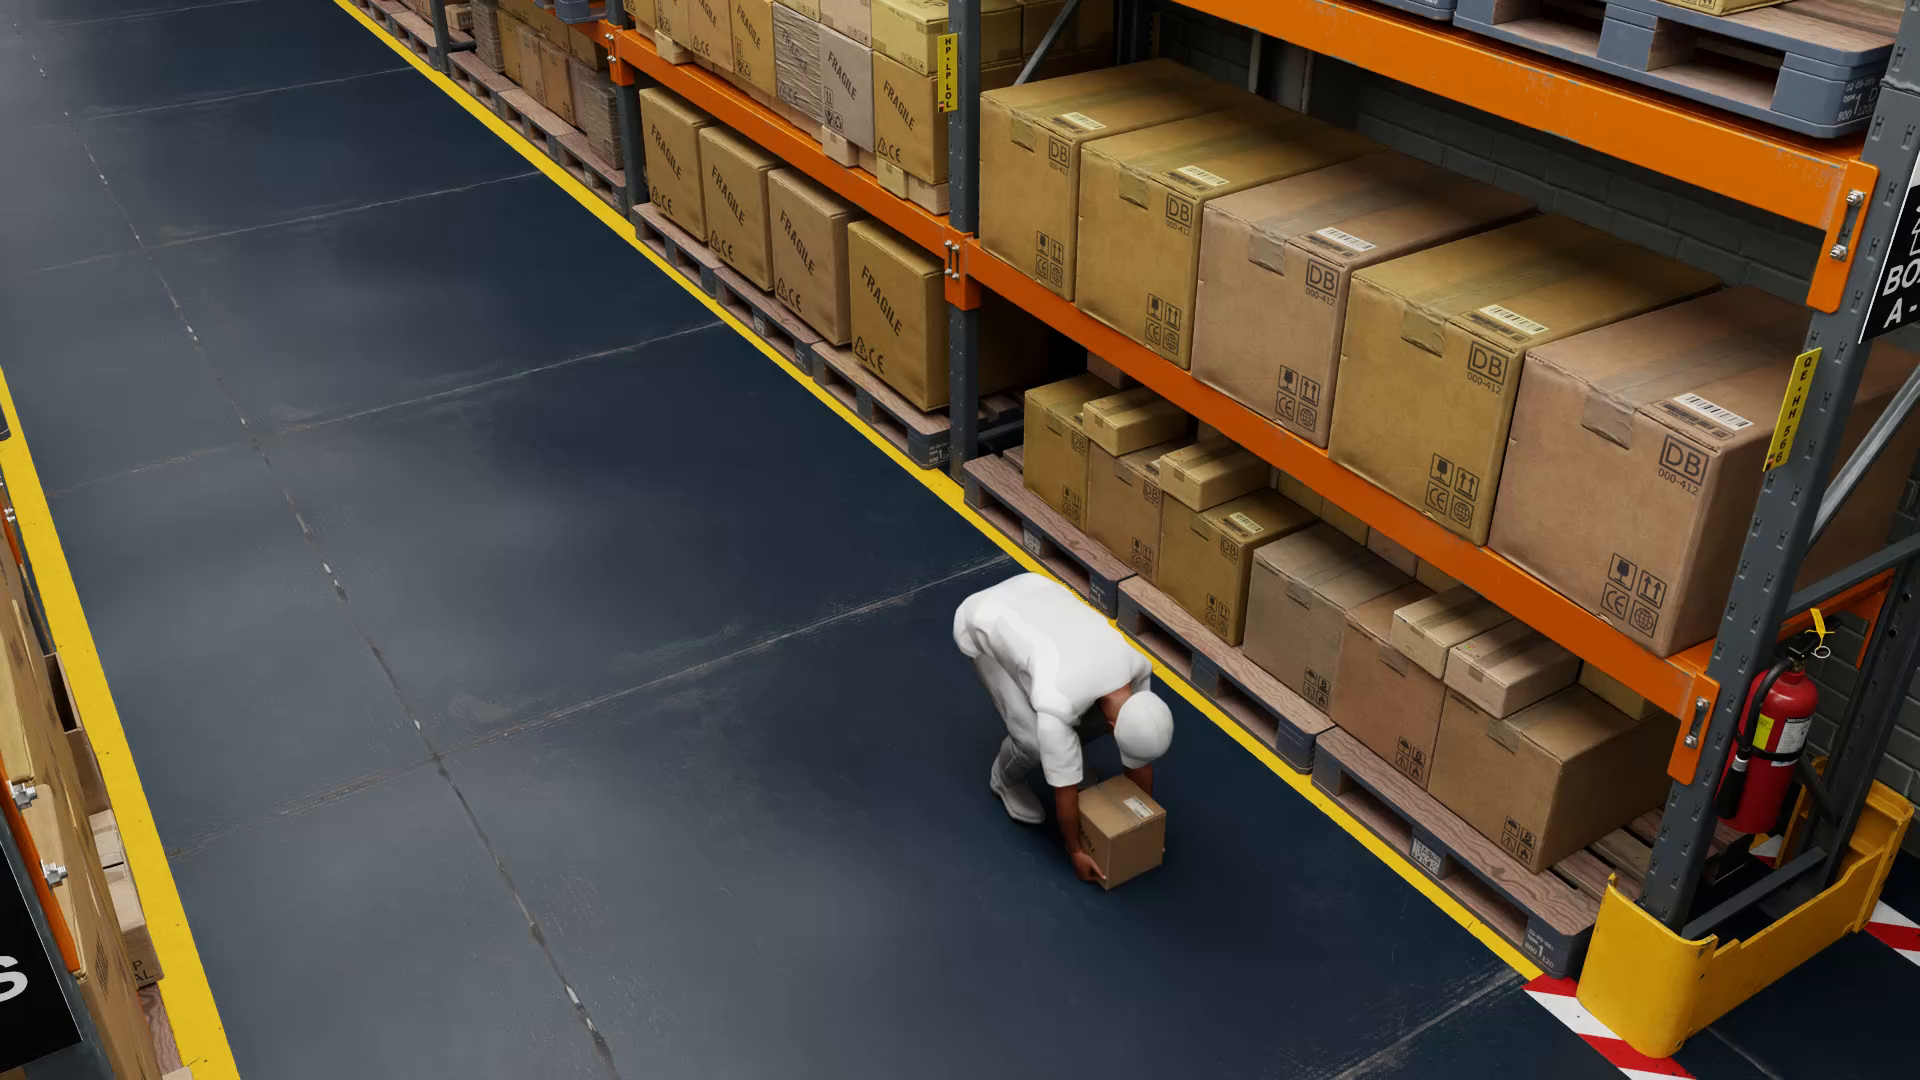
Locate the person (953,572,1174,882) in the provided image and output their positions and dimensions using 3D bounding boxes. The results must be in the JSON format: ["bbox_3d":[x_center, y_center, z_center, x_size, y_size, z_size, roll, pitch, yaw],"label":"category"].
[{"bbox_3d":[0.392,0.639,5.958,0.505,0.886,0.979,-21,38,-30],"label":"person"}]
